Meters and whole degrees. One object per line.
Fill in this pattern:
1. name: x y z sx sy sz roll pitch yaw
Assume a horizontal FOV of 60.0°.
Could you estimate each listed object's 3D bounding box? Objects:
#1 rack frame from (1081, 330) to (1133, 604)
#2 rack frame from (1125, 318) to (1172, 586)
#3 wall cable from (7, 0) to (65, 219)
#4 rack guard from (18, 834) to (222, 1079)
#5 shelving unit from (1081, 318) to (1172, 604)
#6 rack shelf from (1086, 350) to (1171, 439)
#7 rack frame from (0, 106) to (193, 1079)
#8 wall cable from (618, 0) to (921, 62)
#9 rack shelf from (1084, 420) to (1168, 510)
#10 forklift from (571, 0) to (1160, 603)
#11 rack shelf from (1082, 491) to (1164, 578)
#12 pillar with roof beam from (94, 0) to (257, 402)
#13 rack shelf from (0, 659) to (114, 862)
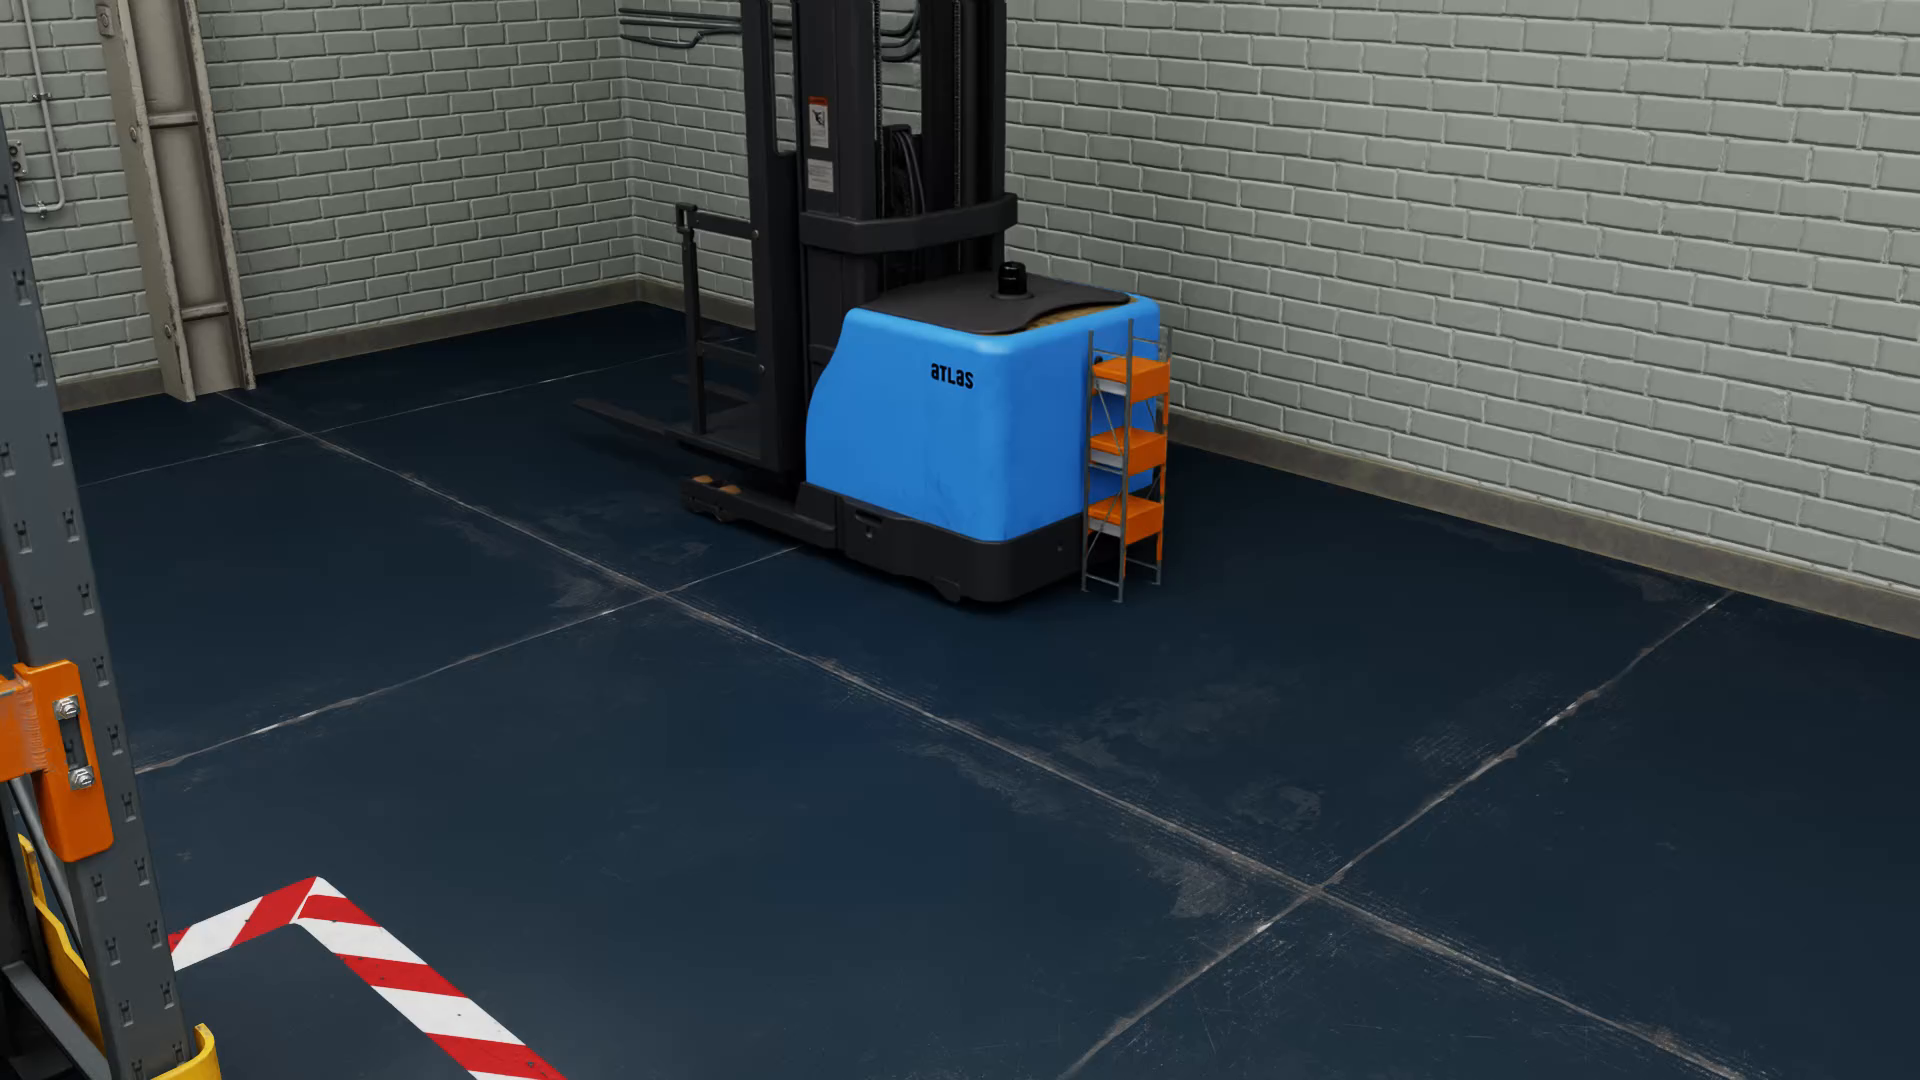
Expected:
1. rack frame: 0.554 -0.267 6.307 0.200 1.050 0.008 18 28 39
2. rack frame: 0.720 -0.332 6.474 0.200 1.050 0.008 18 28 39
3. wall cable: -5.218 -2.366 7.633 0.084 1.984 1.851 19 28 41
4. rack guard: -1.935 1.099 3.518 1.175 0.500 0.348 19 28 41
5. shelving unit: 0.637 -0.299 6.390 0.215 1.050 0.252 18 28 39
6. rack shelf: 0.637 -0.554 6.292 0.215 0.259 0.240 18 28 39
7. rack frame: -1.882 -0.087 3.120 1.000 3.000 0.127 19 28 41
8. wall cable: -1.232 -4.041 9.374 3.097 2.526 0.112 19 28 41
9. rack shelf: 0.637 -0.290 6.394 0.215 0.259 0.240 18 28 39
10. forklift: -0.606 -1.560 7.048 3.031 2.935 1.130 19 28 40
11. rack shelf: 0.637 -0.030 6.494 0.215 0.259 0.240 18 28 39
12. pillar with roof beam: -1.085 -3.959 4.833 9.100 9.000 0.400 19 28 41
13. rack shelf: -3.277 0.763 1.911 1.077 0.370 4.000 19 28 41
